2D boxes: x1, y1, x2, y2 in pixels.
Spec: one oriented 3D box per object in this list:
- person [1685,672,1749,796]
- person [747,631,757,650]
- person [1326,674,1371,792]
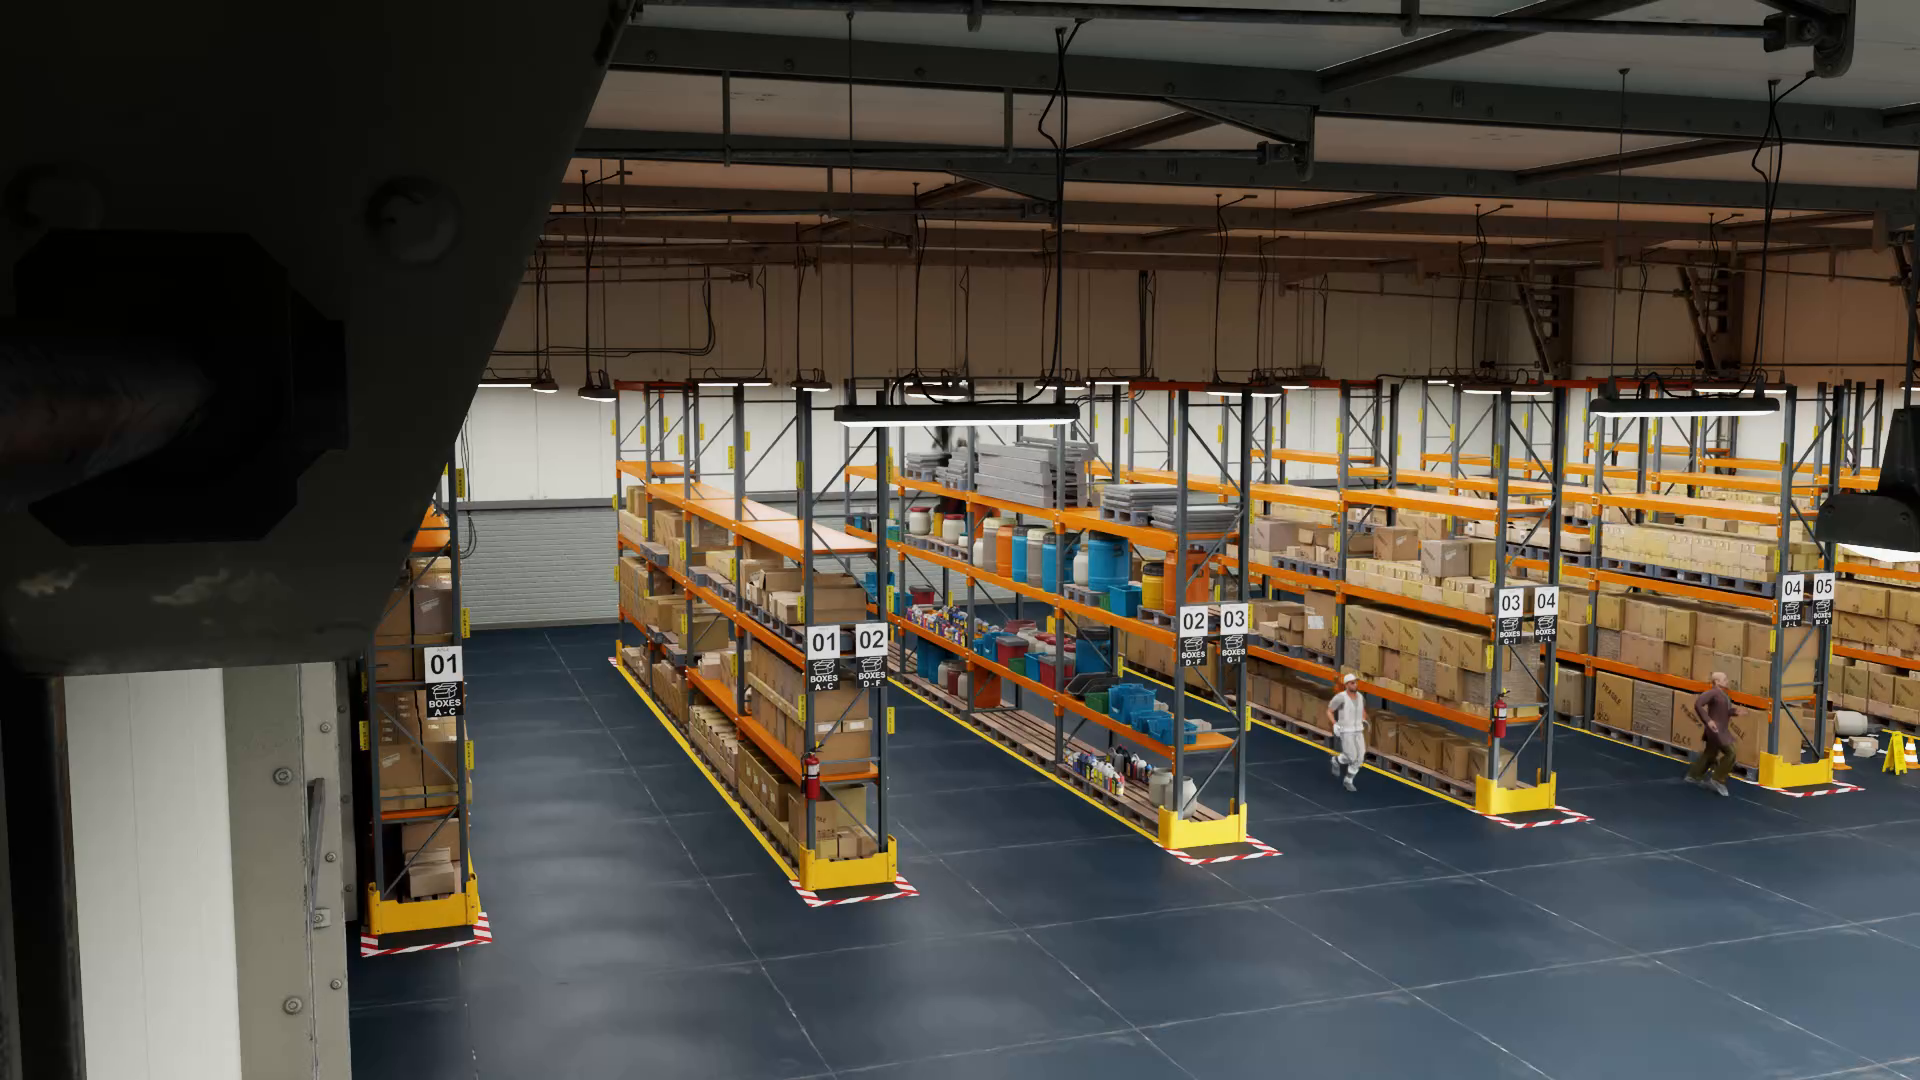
[{"bbox_3d":[11.199,2.862,24.606,0.829,1.837,0.681,4,7,32],"label":"person"},{"bbox_3d":[-4.360,1.854,34.349,0.594,1.698,0.848,-3,7,-28],"label":"person"},{"bbox_3d":[5.810,2.856,24.834,0.671,1.748,0.596,-3,7,-23],"label":"person"}]
